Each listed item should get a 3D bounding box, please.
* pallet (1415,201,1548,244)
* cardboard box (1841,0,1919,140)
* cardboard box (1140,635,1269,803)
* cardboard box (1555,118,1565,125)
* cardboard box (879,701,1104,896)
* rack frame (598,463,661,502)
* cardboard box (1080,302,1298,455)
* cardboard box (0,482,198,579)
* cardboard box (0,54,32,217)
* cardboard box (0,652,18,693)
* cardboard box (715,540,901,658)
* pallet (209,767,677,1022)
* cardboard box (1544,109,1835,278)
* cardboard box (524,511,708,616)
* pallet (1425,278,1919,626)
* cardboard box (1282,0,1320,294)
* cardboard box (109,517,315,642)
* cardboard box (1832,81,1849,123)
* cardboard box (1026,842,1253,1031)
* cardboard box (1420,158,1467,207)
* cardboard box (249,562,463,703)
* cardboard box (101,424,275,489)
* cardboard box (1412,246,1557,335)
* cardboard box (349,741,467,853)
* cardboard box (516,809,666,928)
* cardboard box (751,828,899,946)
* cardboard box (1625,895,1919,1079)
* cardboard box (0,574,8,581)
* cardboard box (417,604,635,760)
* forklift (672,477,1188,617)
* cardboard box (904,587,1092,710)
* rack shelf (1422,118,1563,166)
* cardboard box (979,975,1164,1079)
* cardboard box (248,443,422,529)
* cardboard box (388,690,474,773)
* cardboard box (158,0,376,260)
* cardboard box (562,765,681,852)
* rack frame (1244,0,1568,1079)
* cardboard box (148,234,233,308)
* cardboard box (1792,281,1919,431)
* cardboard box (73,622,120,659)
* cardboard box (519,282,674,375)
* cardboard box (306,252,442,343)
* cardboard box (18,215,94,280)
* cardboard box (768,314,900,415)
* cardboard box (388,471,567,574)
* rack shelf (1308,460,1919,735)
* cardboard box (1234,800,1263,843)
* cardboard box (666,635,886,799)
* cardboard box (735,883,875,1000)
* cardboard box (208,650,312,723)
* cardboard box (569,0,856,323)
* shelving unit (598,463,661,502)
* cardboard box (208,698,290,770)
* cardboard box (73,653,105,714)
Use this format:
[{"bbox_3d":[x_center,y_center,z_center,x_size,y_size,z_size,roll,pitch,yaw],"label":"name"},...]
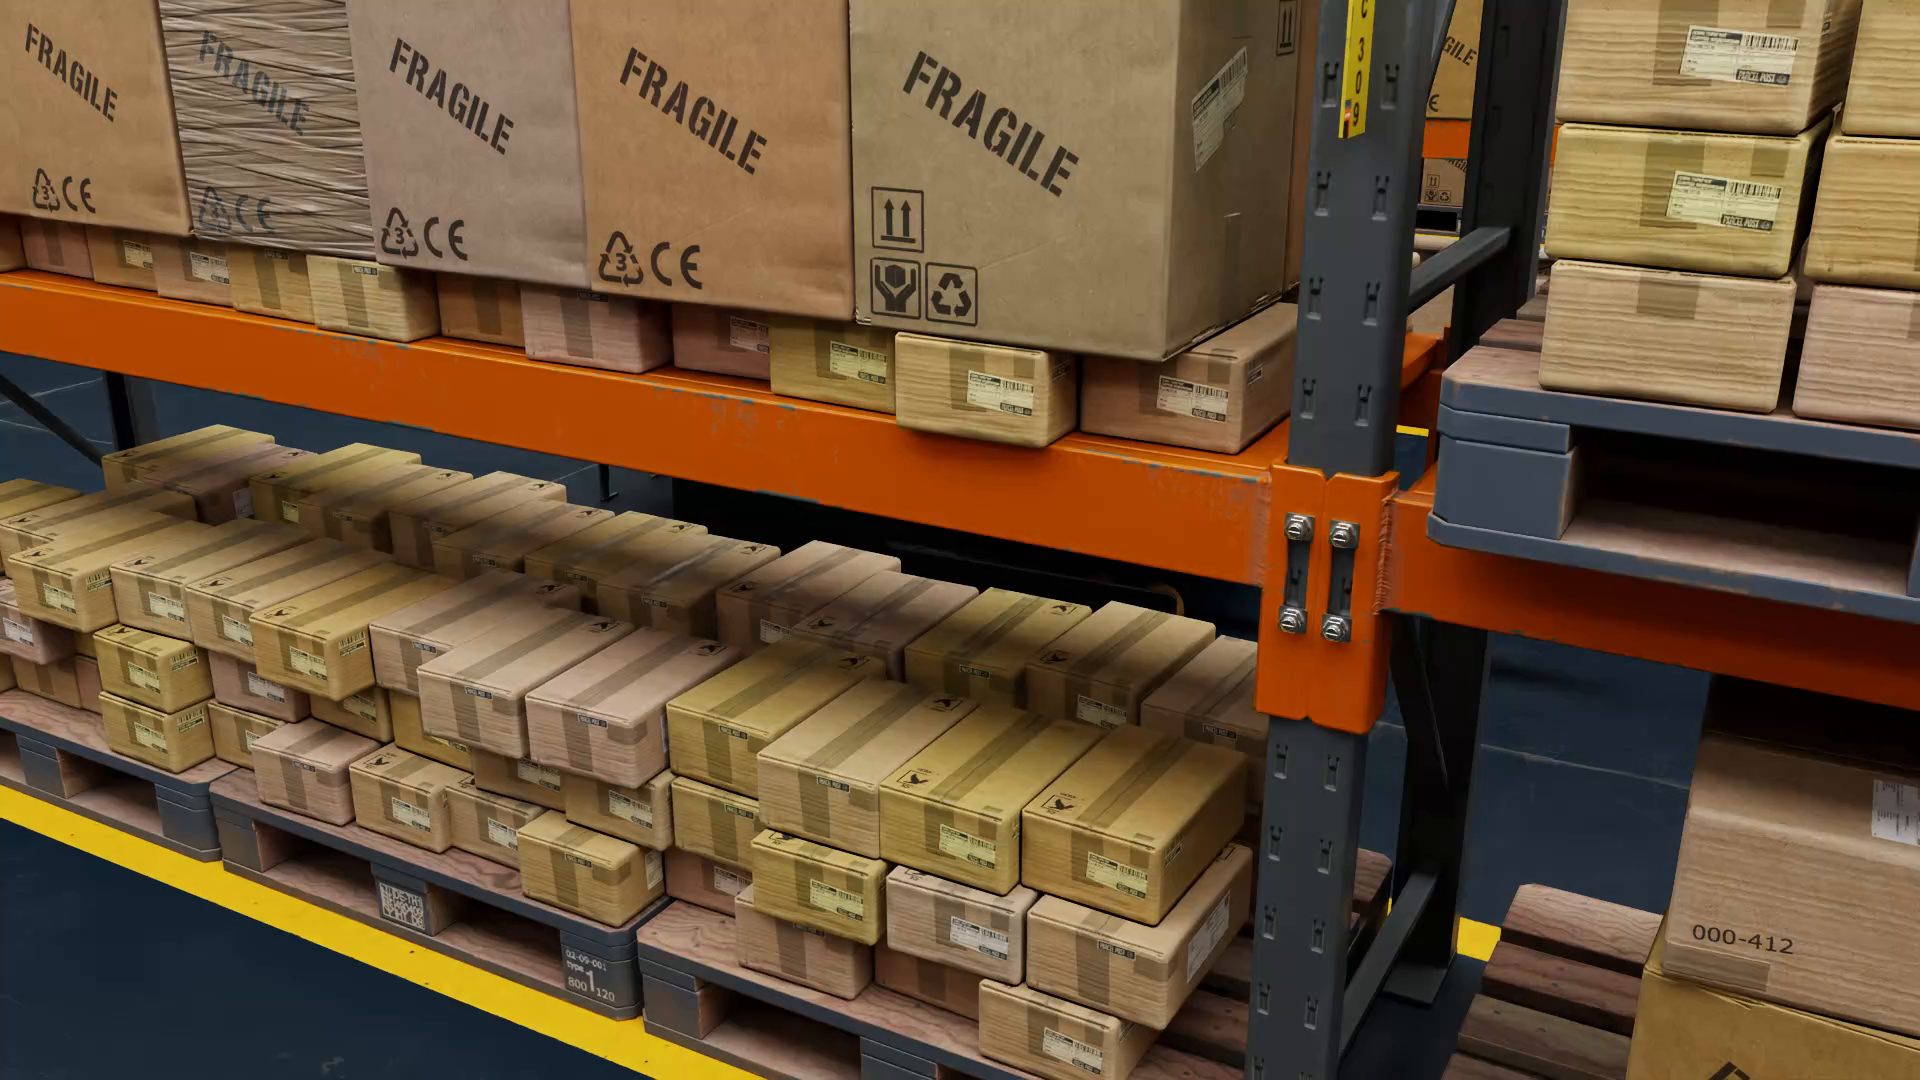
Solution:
[{"bbox_3d":[3.816,-2.381,12.119,1.213,0.211,1.003,11,23,27],"label":"pallet"},{"bbox_3d":[1.107,-0.518,1.774,0.250,0.149,0.380,11,23,29],"label":"cardboard box"},{"bbox_3d":[0.541,0.338,3.226,0.250,0.149,0.380,12,23,29],"label":"cardboard box"},{"bbox_3d":[2.537,-1.944,6.680,0.500,0.500,0.500,11,23,28],"label":"cardboard box"},{"bbox_3d":[0.060,0.445,2.932,0.250,0.149,0.380,11,23,28],"label":"cardboard box"},{"bbox_3d":[-1.259,-1.192,6.073,0.015,2.100,0.400,9,22,24],"label":"rack frame"},{"bbox_3d":[0.377,-0.265,2.567,0.250,0.149,0.380,11,22,27],"label":"cardboard box"},{"bbox_3d":[-2.161,-0.010,4.185,0.250,0.149,0.380,11,23,28],"label":"cardboard box"},{"bbox_3d":[-2.015,-1.019,3.694,0.500,0.500,0.500,11,23,27],"label":"cardboard box"},{"bbox_3d":[-2.450,0.254,4.330,0.250,0.149,0.380,11,23,28],"label":"cardboard box"},{"bbox_3d":[-0.337,0.144,3.761,0.250,0.149,0.380,11,23,28],"label":"cardboard box"},{"bbox_3d":[-0.932,0.601,3.898,1.213,0.211,1.003,11,23,27],"label":"pallet"},{"bbox_3d":[0.860,-0.422,1.947,0.250,0.149,0.380,11,23,28],"label":"cardboard box"},{"bbox_3d":[-0.811,0.071,3.963,0.250,0.149,0.380,11,23,28],"label":"cardboard box"},{"bbox_3d":[1.337,-0.145,2.148,1.213,0.211,1.003,11,23,27],"label":"pallet"},{"bbox_3d":[0.431,-0.750,2.951,0.500,0.500,0.500,10,22,26],"label":"cardboard box"},{"bbox_3d":[-1.746,0.087,3.919,0.250,0.149,0.380,10,22,25],"label":"cardboard box"},{"bbox_3d":[1.184,-0.618,2.485,0.250,0.149,0.380,12,23,29],"label":"cardboard box"},{"bbox_3d":[0.310,0.639,2.832,0.250,0.149,0.380,11,23,28],"label":"cardboard box"},{"bbox_3d":[3.620,-2.661,11.851,0.500,0.500,0.500,11,23,28],"label":"cardboard box"},{"bbox_3d":[-1.301,0.193,3.626,0.250,0.149,0.380,11,23,28],"label":"cardboard box"},{"bbox_3d":[-2.166,-0.195,4.697,0.250,0.149,0.380,11,23,28],"label":"cardboard box"},{"bbox_3d":[2.571,-1.026,7.435,0.875,0.438,0.875,10,22,27],"label":"cardboard box"},{"bbox_3d":[-1.093,0.507,3.632,0.250,0.149,0.380,11,23,27],"label":"cardboard box"},{"bbox_3d":[-0.672,0.601,3.374,0.250,0.149,0.380,11,23,27],"label":"cardboard box"},{"bbox_3d":[-0.174,0.559,3.054,0.250,0.149,0.380,10,22,25],"label":"cardboard box"},{"bbox_3d":[1.256,0.774,2.383,0.500,0.500,0.500,12,23,29],"label":"cardboard box"},{"bbox_3d":[-2.419,0.096,4.332,0.250,0.149,0.380,12,23,30],"label":"cardboard box"},{"bbox_3d":[-0.872,0.281,3.385,0.250,0.149,0.380,10,22,25],"label":"cardboard box"},{"bbox_3d":[0.561,-1.285,5.110,3.031,2.935,1.130,9,22,24],"label":"forklift"},{"bbox_3d":[0.084,0.248,3.476,0.250,0.149,0.380,10,22,27],"label":"cardboard box"},{"bbox_3d":[1.320,-1.891,7.733,4.000,0.370,1.077,11,23,27],"label":"rack shelf"},{"bbox_3d":[0.232,0.773,2.900,0.250,0.149,0.380,11,23,28],"label":"cardboard box"},{"bbox_3d":[-1.686,-0.131,4.520,0.250,0.149,0.380,10,22,26],"label":"cardboard box"},{"bbox_3d":[-1.014,0.344,3.647,0.250,0.149,0.380,12,23,30],"label":"cardboard box"},{"bbox_3d":[-1.145,-0.851,3.230,0.500,0.500,0.500,10,22,26],"label":"cardboard box"},{"bbox_3d":[-0.578,0.451,3.351,0.250,0.149,0.380,11,23,29],"label":"cardboard box"},{"bbox_3d":[0.740,-0.406,2.585,0.127,3.000,1.000,11,23,27],"label":"rack frame"},{"bbox_3d":[-1.458,-0.607,3.507,0.250,0.149,0.380,10,22,26],"label":"cardboard box"},{"bbox_3d":[1.105,-0.238,1.876,0.250,0.149,0.380,11,23,28],"label":"cardboard box"},{"bbox_3d":[-1.951,0.172,4.120,0.250,0.149,0.380,11,23,28],"label":"cardboard box"},{"bbox_3d":[-0.570,-0.425,3.005,0.250,0.149,0.380,10,22,25],"label":"cardboard box"},{"bbox_3d":[-1.023,-0.504,3.224,0.250,0.149,0.380,11,23,28],"label":"cardboard box"},{"bbox_3d":[-1.884,-0.708,3.788,0.250,0.149,0.380,12,23,30],"label":"cardboard box"},{"bbox_3d":[-0.105,-0.338,2.767,0.250,0.149,0.380,12,23,29],"label":"cardboard box"},{"bbox_3d":[-1.230,-0.041,4.272,0.250,0.149,0.380,12,23,29],"label":"cardboard box"},{"bbox_3d":[2.487,0.265,1.791,4.000,0.370,1.077,11,23,27],"label":"rack shelf"},{"bbox_3d":[0.580,0.442,3.378,0.250,0.149,0.380,12,23,30],"label":"cardboard box"},{"bbox_3d":[-0.349,0.339,3.223,0.250,0.149,0.380,12,23,29],"label":"cardboard box"},{"bbox_3d":[-0.216,0.680,3.156,0.250,0.149,0.380,10,22,26],"label":"cardboard box"},{"bbox_3d":[-1.502,0.263,3.870,0.250,0.149,0.380,10,22,25],"label":"cardboard box"},{"bbox_3d":[-0.272,-0.676,2.746,0.500,0.500,0.500,10,22,26],"label":"cardboard box"},{"bbox_3d":[-1.039,-1.156,5.973,0.503,2.100,0.431,9,22,24],"label":"shelving unit"},{"bbox_3d":[-1.523,0.402,3.923,0.250,0.149,0.380,11,23,27],"label":"cardboard box"},{"bbox_3d":[-1.962,0.313,4.169,0.250,0.149,0.380,11,23,28],"label":"cardboard box"}]
